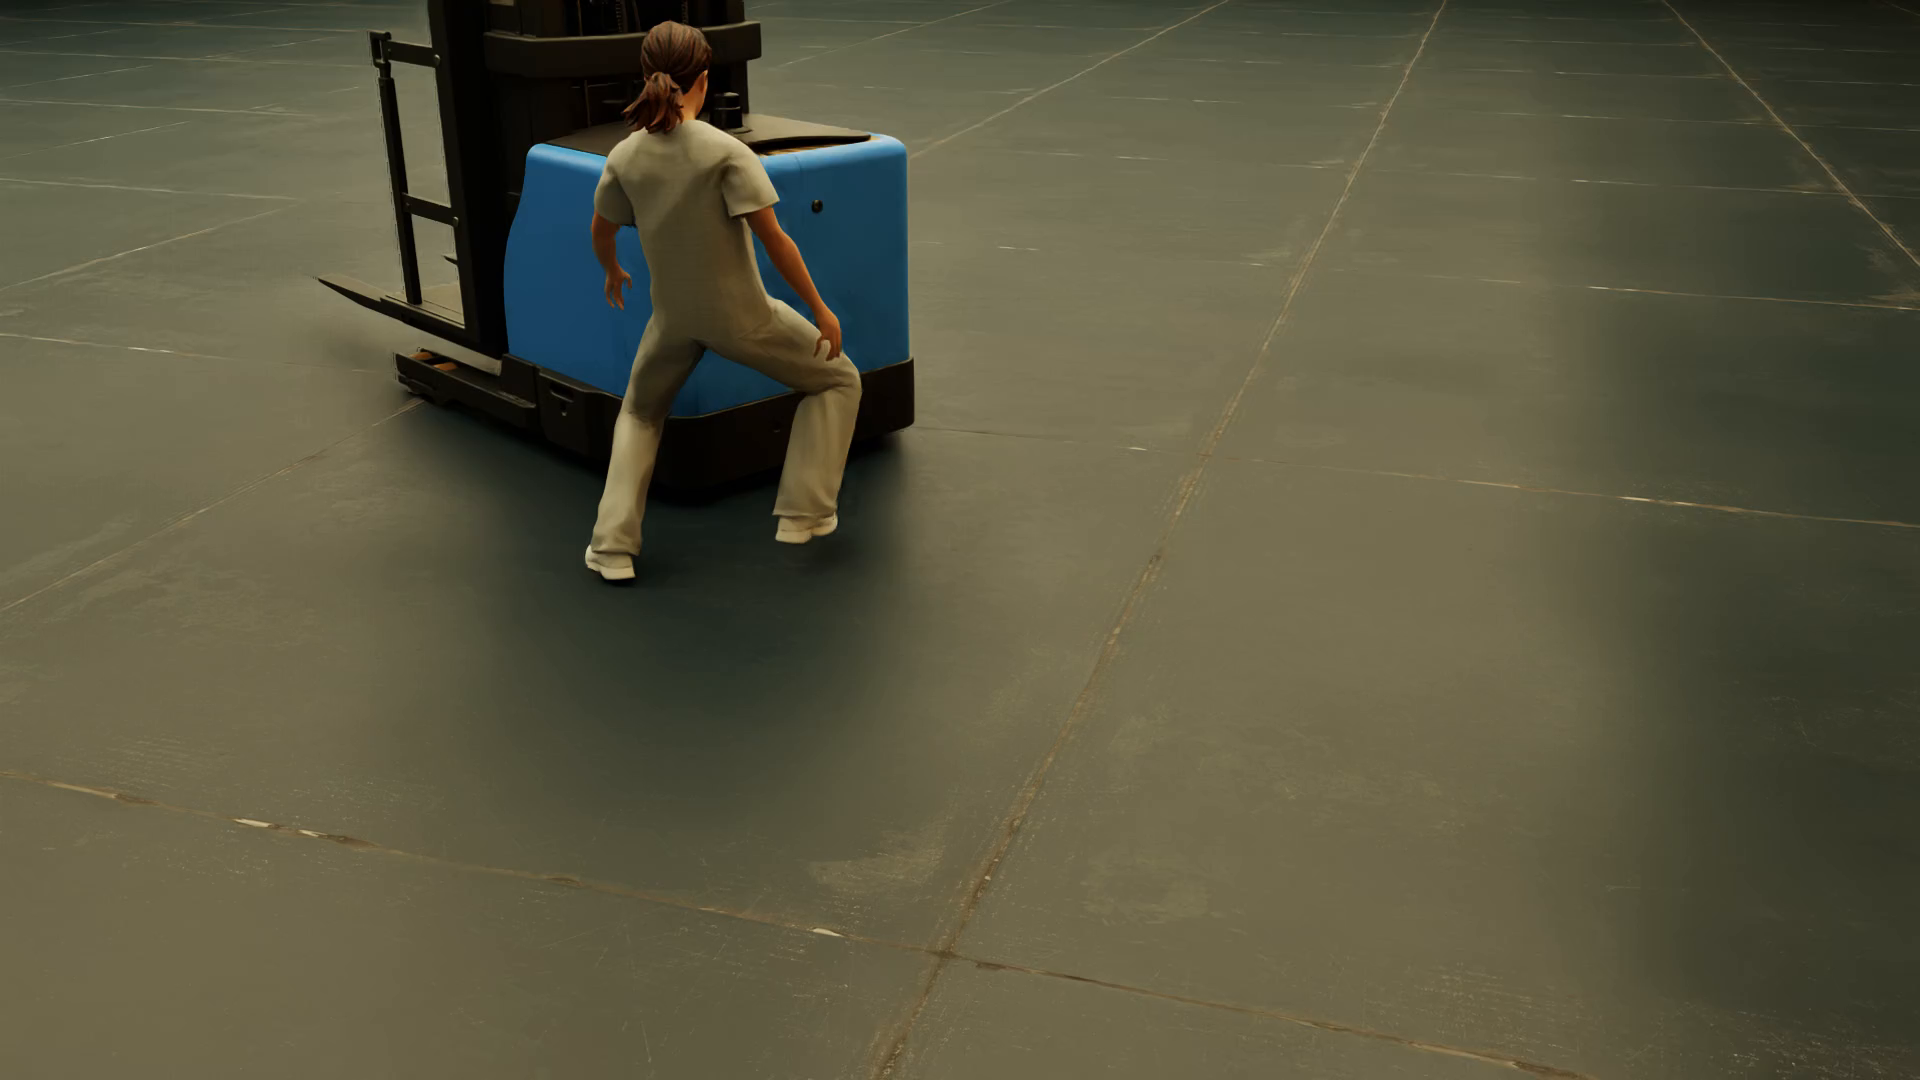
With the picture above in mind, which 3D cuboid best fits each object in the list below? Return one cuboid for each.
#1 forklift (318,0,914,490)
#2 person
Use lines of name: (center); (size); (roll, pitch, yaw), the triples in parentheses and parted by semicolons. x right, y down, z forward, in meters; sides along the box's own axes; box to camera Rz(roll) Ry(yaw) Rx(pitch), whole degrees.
forklift: (-1.550, -1.988, 6.096); (1.130, 2.935, 3.031); (-20, 30, -40)
person: (-0.724, -0.657, 4.712); (0.837, 1.565, 0.623); (9, 24, 21)
